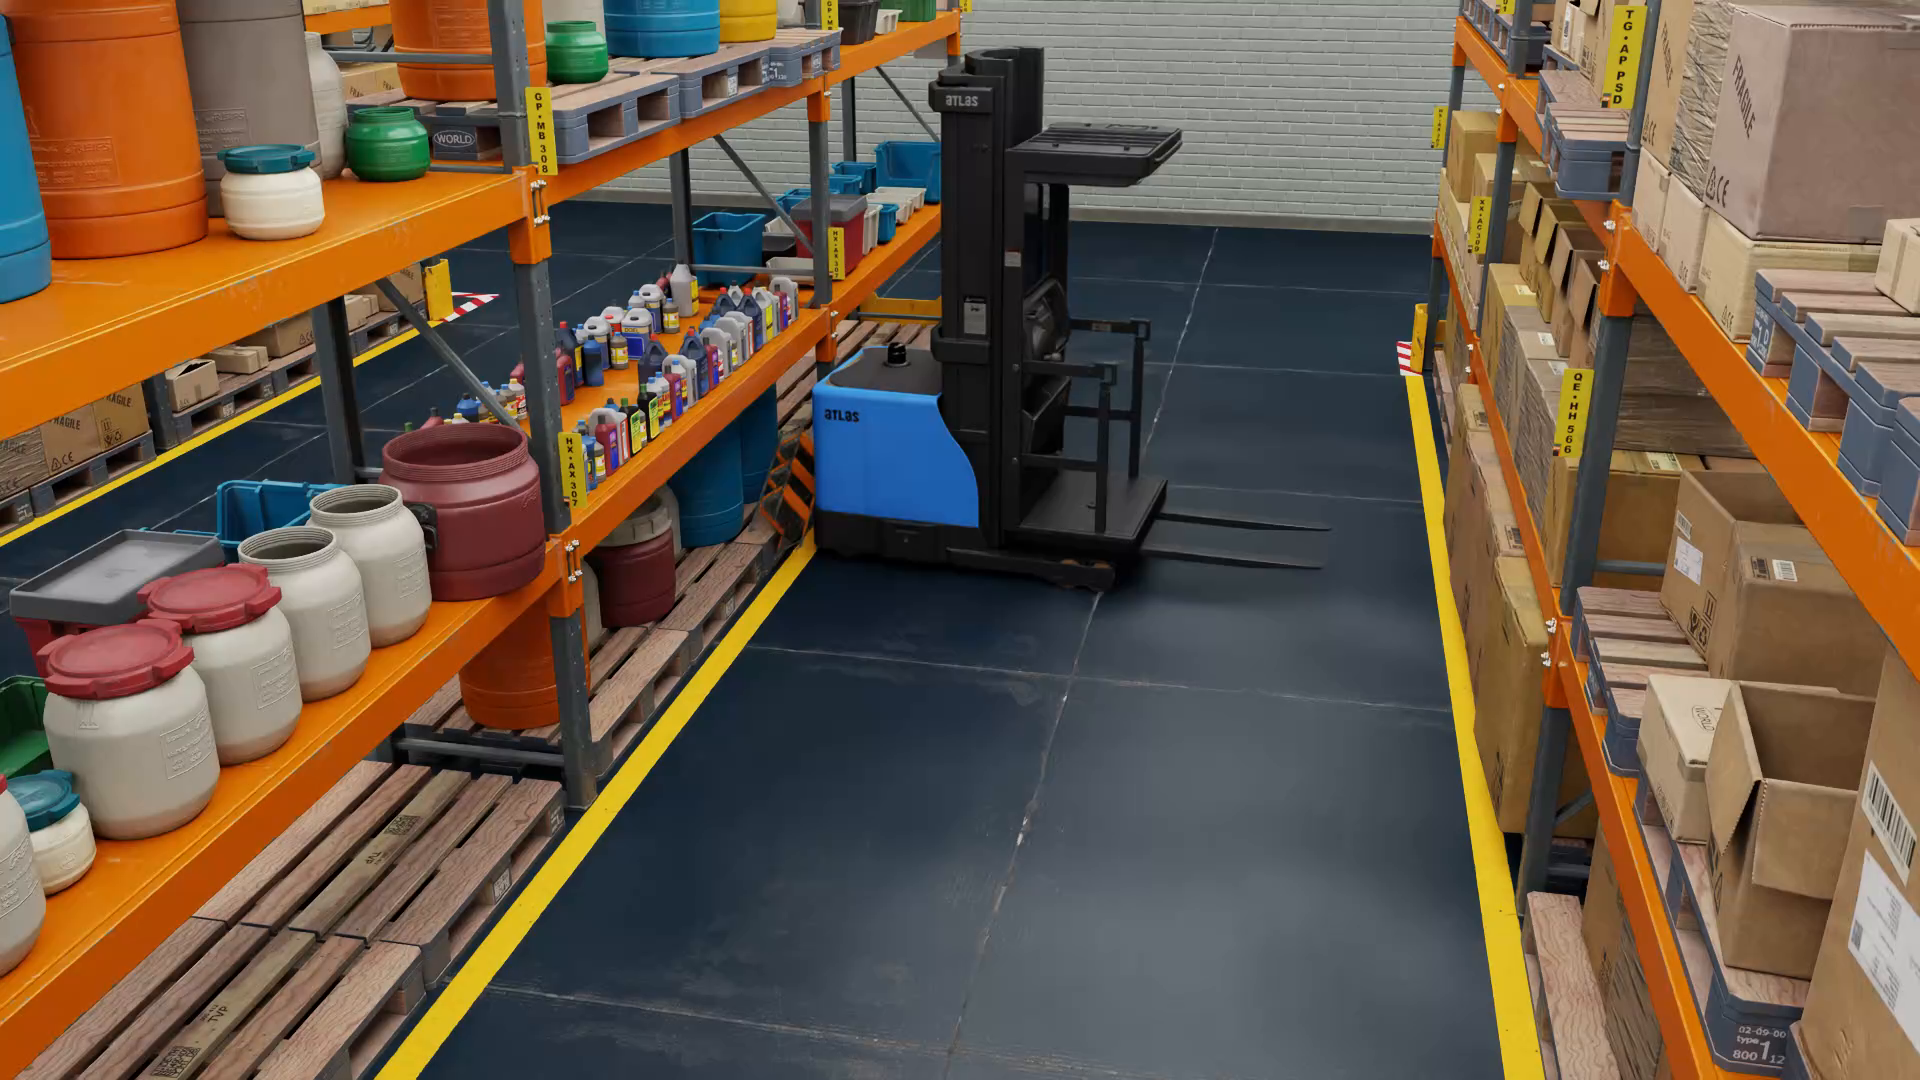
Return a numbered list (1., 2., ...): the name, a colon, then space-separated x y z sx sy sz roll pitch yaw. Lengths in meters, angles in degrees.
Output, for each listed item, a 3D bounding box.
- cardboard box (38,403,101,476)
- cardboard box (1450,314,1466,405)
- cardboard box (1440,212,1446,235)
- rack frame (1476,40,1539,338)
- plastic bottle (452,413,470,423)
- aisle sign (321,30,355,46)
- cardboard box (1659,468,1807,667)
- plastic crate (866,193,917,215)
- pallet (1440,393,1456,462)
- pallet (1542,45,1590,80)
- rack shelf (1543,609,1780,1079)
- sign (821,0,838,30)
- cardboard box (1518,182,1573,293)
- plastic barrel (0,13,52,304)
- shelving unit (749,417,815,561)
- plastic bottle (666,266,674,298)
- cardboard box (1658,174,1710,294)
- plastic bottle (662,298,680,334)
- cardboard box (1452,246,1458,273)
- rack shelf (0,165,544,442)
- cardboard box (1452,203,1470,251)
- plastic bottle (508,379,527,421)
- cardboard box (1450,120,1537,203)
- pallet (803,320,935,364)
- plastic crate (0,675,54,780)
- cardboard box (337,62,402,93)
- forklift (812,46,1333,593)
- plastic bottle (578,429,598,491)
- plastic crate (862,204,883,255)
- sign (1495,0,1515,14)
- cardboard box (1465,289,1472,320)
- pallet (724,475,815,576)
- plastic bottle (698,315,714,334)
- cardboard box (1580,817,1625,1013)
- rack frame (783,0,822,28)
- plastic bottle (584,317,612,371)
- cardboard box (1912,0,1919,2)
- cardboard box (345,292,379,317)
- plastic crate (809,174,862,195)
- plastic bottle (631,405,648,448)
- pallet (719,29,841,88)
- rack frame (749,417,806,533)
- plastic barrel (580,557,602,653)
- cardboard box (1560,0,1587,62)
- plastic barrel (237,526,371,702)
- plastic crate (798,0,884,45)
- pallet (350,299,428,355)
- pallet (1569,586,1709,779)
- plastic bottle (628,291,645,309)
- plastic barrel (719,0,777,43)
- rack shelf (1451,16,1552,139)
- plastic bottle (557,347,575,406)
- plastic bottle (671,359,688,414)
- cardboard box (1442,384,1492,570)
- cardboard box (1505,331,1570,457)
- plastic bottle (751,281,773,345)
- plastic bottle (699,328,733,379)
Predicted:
1. cardboard box: -6.091 -0.752 10.962 0.500 0.500 0.500 5 22 11
2. cardboard box: 4.114 -1.432 12.176 0.875 0.875 0.875 4 22 11
3. cardboard box: 3.854 -2.387 12.602 0.380 0.149 0.250 4 22 10
4. rack frame: 3.536 -1.333 9.648 1.000 3.000 0.127 4 22 11
5. plastic bottle: -2.356 -0.497 7.838 0.097 0.201 0.097 0 22 0
6. aisle sign: -5.619 -4.806 14.791 0.394 0.787 0.004 4 22 11
7. cardboard box: 2.648 0.089 5.421 0.500 0.500 0.500 2 22 4
8. plastic crate: -0.559 -2.662 13.221 0.396 0.136 0.243 4 22 11
9. pallet: 4.014 -0.759 11.956 1.003 0.211 1.213 4 22 11
10. pallet: 3.397 -2.297 8.282 0.805 0.209 1.217 4 22 9
11. rack shelf: 2.311 1.195 4.334 1.077 0.370 4.000 4 22 11
12. sign: -0.775 -3.063 9.918 0.100 0.325 0.005 4 22 11
13. cardboard box: 3.413 -1.610 8.860 0.797 0.503 0.637 4 22 10
14. plastic barrel: -2.787 -1.090 4.358 0.600 0.901 0.708 4 22 11
15. shelving unit: -1.026 -0.324 10.094 0.215 0.252 1.050 -27 30 25
16. plastic bottle: -1.806 -1.555 10.355 0.061 0.283 0.133 4 22 11
17. cardboard box: 2.269 -0.852 4.639 0.500 0.250 0.500 5 22 12
18. plastic bottle: -1.729 -1.342 9.935 0.097 0.201 0.097 0 22 0
19. cardboard box: 3.592 -1.916 11.432 0.380 0.149 0.250 5 22 12
20. rack shelf: -2.537 -0.574 4.711 1.077 0.370 4.000 4 22 11
21. cardboard box: 3.683 -2.144 11.464 0.500 0.250 0.500 4 22 10
22. plastic bottle: -2.237 -0.710 8.368 0.097 0.201 0.097 0 22 0
23. cardboard box: 3.788 -2.684 11.802 0.500 0.500 0.500 4 22 9
24. pallet: -0.703 -1.581 13.997 1.003 0.211 1.213 4 22 11
25. plastic crate: -2.866 0.655 4.995 0.450 0.188 0.662 4 22 11
26. cardboard box: -5.167 -3.879 14.497 0.500 0.500 0.500 4 22 10
27. forklift: 0.689 -1.278 9.603 3.031 2.935 1.130 6 23 15
28. plastic bottle: -1.674 -0.362 7.409 0.097 0.271 0.097 0 22 0
29. plastic crate: -0.821 -2.228 11.948 0.437 0.282 0.530 4 22 11
30. sign: 2.992 -3.043 9.080 0.100 0.325 0.005 4 22 11
31. cardboard box: 3.330 -1.447 10.268 0.380 0.149 0.250 5 22 12
32. pallet: -1.511 -0.138 10.414 1.003 0.211 1.213 4 22 11
33. plastic bottle: -1.408 -1.117 9.285 0.097 0.271 0.097 0 22 0
34. cardboard box: 2.602 1.332 5.788 0.700 0.500 0.500 3 22 8
35. rack frame: -1.313 -4.493 9.465 1.000 3.000 0.127 4 22 11
36. plastic bottle: -2.017 -1.089 9.209 0.152 0.276 0.135 4 22 11
37. cardboard box: 2.773 -1.158 4.395 0.500 0.500 0.500 4 22 11
38. cardboard box: -5.386 -2.083 14.715 0.380 0.166 0.250 4 22 11
39. plastic crate: -1.004 -2.818 13.478 0.416 0.233 0.300 4 22 11
40. plastic bottle: -1.552 -0.547 7.964 0.097 0.201 0.097 0 22 0
41. pallet: -1.377 -2.720 9.330 1.213 0.211 1.003 4 22 11
42. rack frame: -1.096 -0.407 10.039 0.200 0.008 1.050 -27 30 25
43. plastic barrel: -2.018 0.318 8.317 0.421 0.512 0.421 0 22 0
44. cardboard box: 3.224 -2.483 8.047 0.500 0.311 0.500 4 22 9
45. plastic barrel: -2.216 0.247 5.575 0.421 0.512 0.421 0 22 0
46. plastic crate: -0.791 -3.475 11.126 0.497 0.269 0.590 4 22 11
47. pallet: -5.523 -1.939 14.887 1.003 0.211 1.213 4 22 11
48. pallet: 2.678 0.488 5.384 1.213 0.211 1.003 4 22 11
49. plastic bottle: -1.906 -1.336 9.829 0.097 0.271 0.097 0 22 0
50. plastic barrel: -1.301 -3.035 9.044 0.600 0.588 0.600 0 22 0
51. rack shelf: 3.944 -3.122 11.038 1.077 0.370 4.000 4 22 11
52. plastic bottle: -2.052 -0.849 8.602 0.061 0.283 0.133 4 22 11
53. plastic bottle: -1.438 -0.784 8.458 0.097 0.271 0.097 0 22 0
54. cardboard box: 3.425 -0.307 9.382 1.225 0.875 0.875 5 22 11
55. cardboard box: 2.893 -0.674 7.878 0.500 0.500 0.500 5 22 12
56. plastic bottle: -1.180 -1.327 9.698 0.144 0.351 0.185 4 22 11
57. plastic bottle: -1.329 -1.032 9.067 0.152 0.276 0.135 4 22 11
